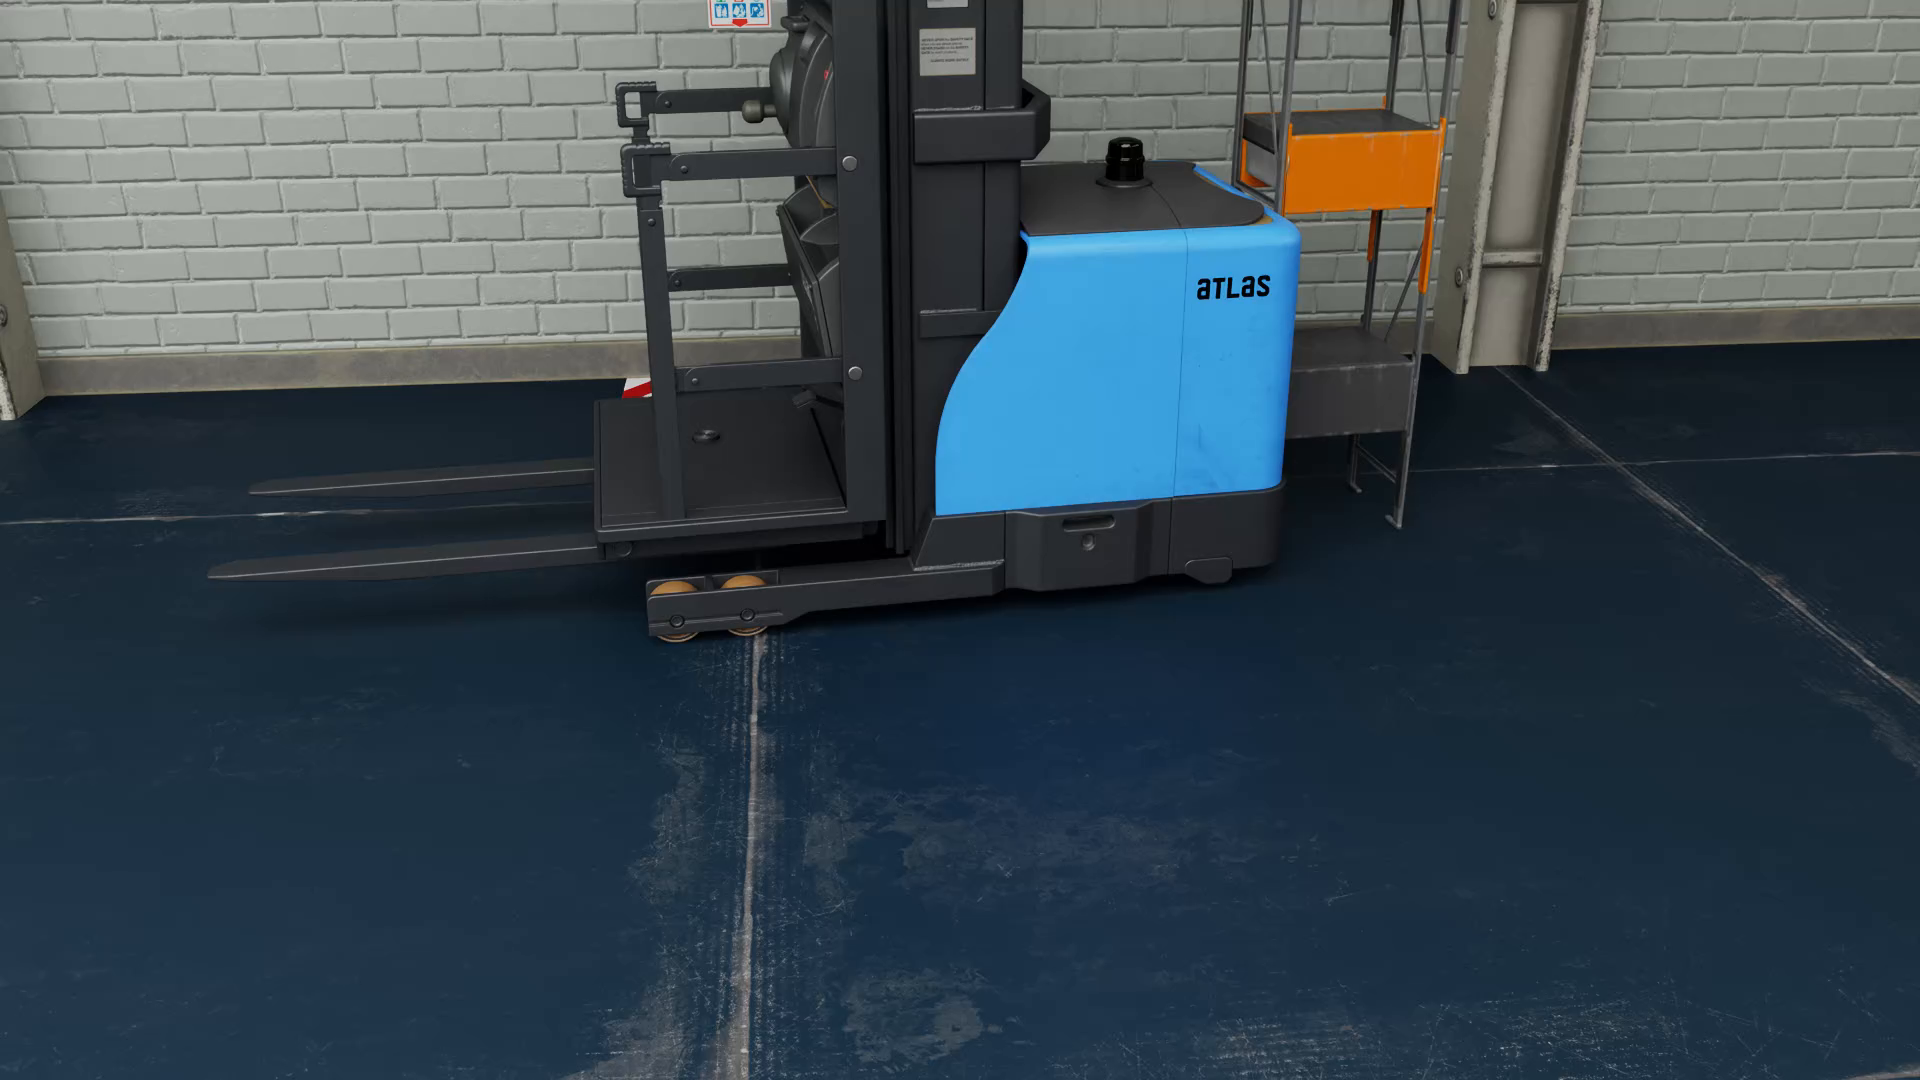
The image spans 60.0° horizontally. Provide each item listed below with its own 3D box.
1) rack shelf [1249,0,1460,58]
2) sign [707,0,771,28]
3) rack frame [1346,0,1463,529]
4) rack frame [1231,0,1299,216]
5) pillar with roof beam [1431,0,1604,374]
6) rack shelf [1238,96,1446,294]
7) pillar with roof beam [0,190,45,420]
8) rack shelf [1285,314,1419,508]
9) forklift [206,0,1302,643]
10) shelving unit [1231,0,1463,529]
[{"bbox_3d":[1.128,-1.681,4.758,0.480,0.518,0.431,-5,24,-10],"label":"rack shelf"},{"bbox_3d":[-0.825,-2.071,6.172,0.234,0.329,0.001,-2,24,-5],"label":"sign"},{"bbox_3d":[1.367,-1.074,5.081,0.015,2.100,0.400,-5,24,-10],"label":"rack frame"},{"bbox_3d":[0.889,-1.035,4.993,0.015,2.100,0.400,-5,24,-10],"label":"rack frame"},{"bbox_3d":[2.622,-3.119,1.189,0.400,9.000,9.100,-2,24,-5],"label":"pillar with roof beam"},{"bbox_3d":[1.128,-1.042,5.042,0.480,0.518,0.431,-5,24,-10],"label":"rack shelf"},{"bbox_3d":[-3.349,-2.880,0.650,0.400,9.000,9.100,-2,24,-5],"label":"pillar with roof beam"},{"bbox_3d":[1.128,-0.402,5.327,0.480,0.518,0.431,-5,24,-10],"label":"rack shelf"},{"bbox_3d":[-0.611,-1.289,4.542,3.031,2.935,1.130,-5,24,-10],"label":"forklift"},{"bbox_3d":[1.128,-1.054,5.037,0.503,2.100,0.431,-5,24,-10],"label":"shelving unit"}]
